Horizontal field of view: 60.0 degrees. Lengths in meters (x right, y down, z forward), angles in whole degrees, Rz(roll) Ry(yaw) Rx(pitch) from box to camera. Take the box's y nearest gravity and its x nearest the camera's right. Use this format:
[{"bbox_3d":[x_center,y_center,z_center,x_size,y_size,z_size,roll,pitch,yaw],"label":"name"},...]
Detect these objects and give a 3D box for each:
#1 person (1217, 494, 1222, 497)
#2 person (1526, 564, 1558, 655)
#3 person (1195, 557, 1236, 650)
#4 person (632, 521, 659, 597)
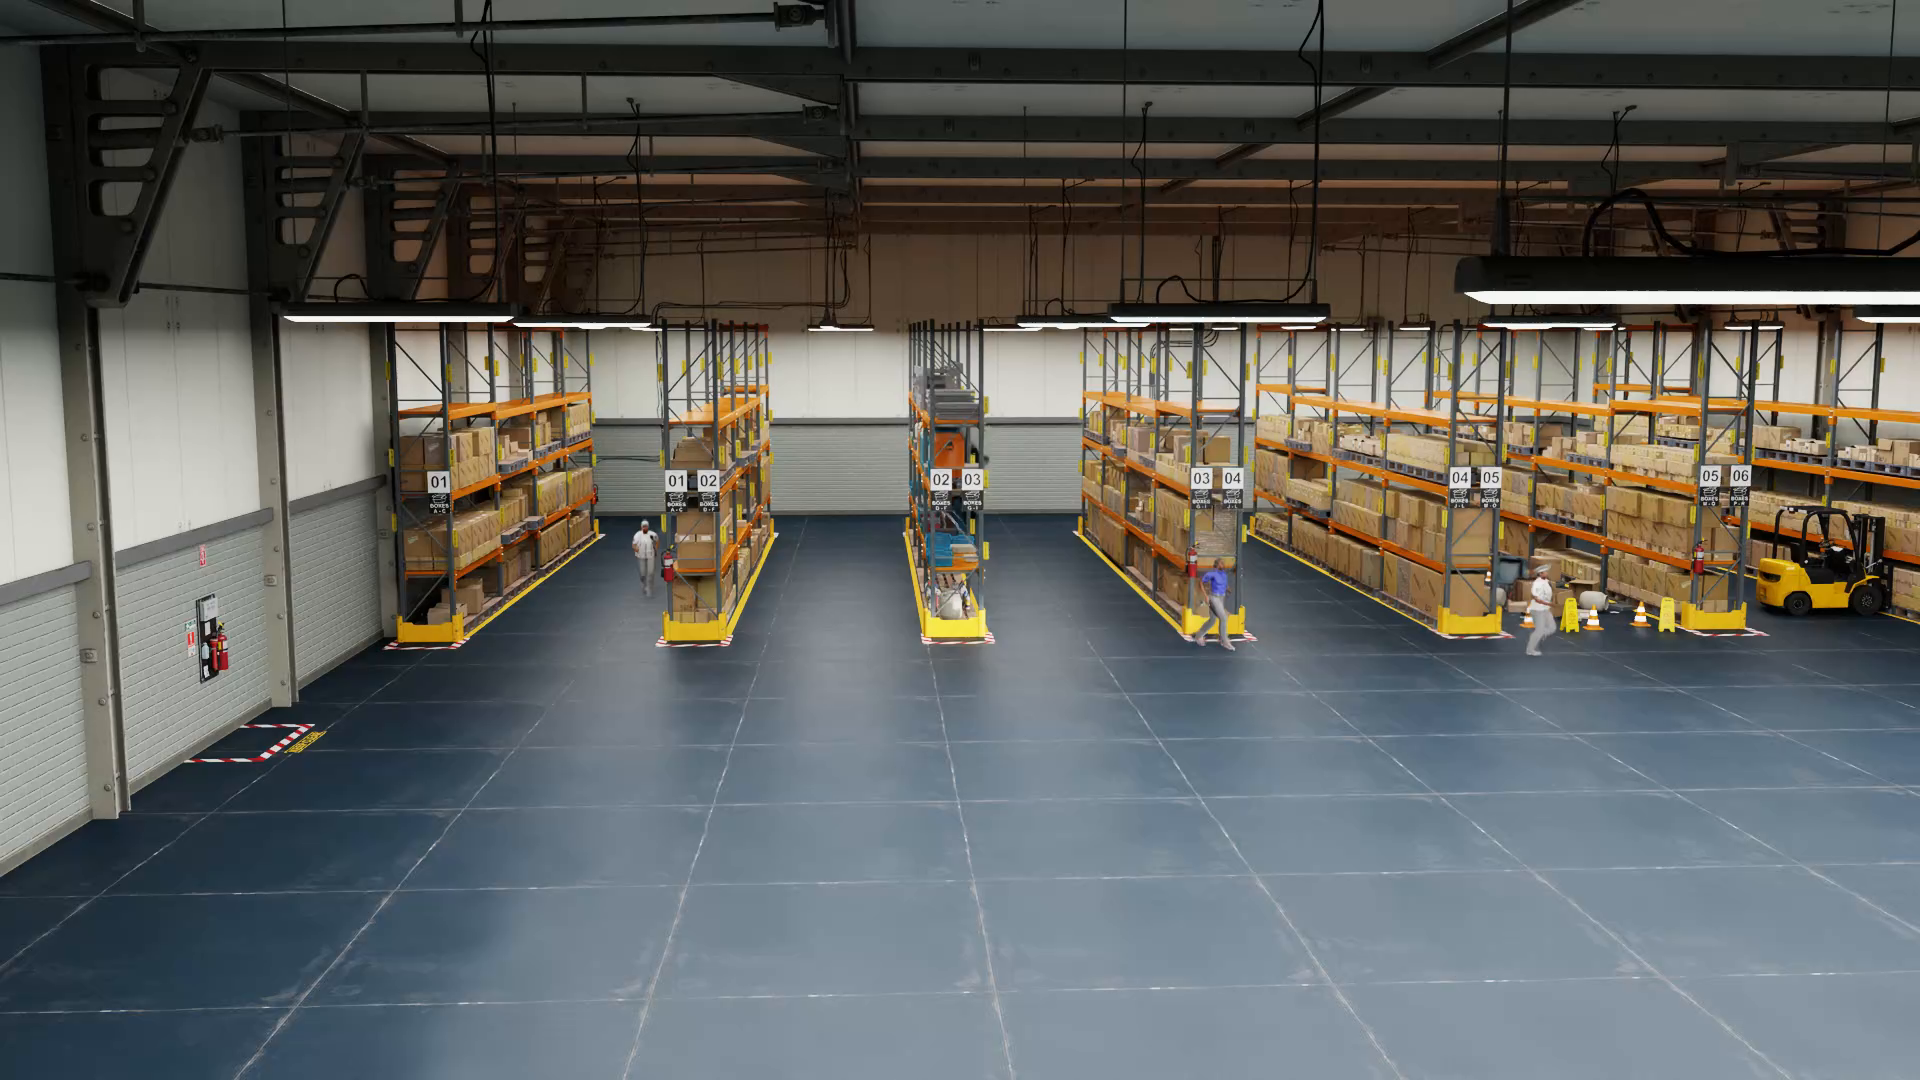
[{"bbox_3d":[7.253,-0.852,46.952,0.537,1.614,0.666,1,7,6],"label":"person"},{"bbox_3d":[10.403,1.239,29.604,0.572,1.649,0.615,7,10,43],"label":"person"},{"bbox_3d":[4.726,1.140,30.361,0.873,1.629,0.560,6,9,39],"label":"person"},{"bbox_3d":[-6.927,0.381,36.688,0.592,1.655,0.886,-1,7,-11],"label":"person"}]
